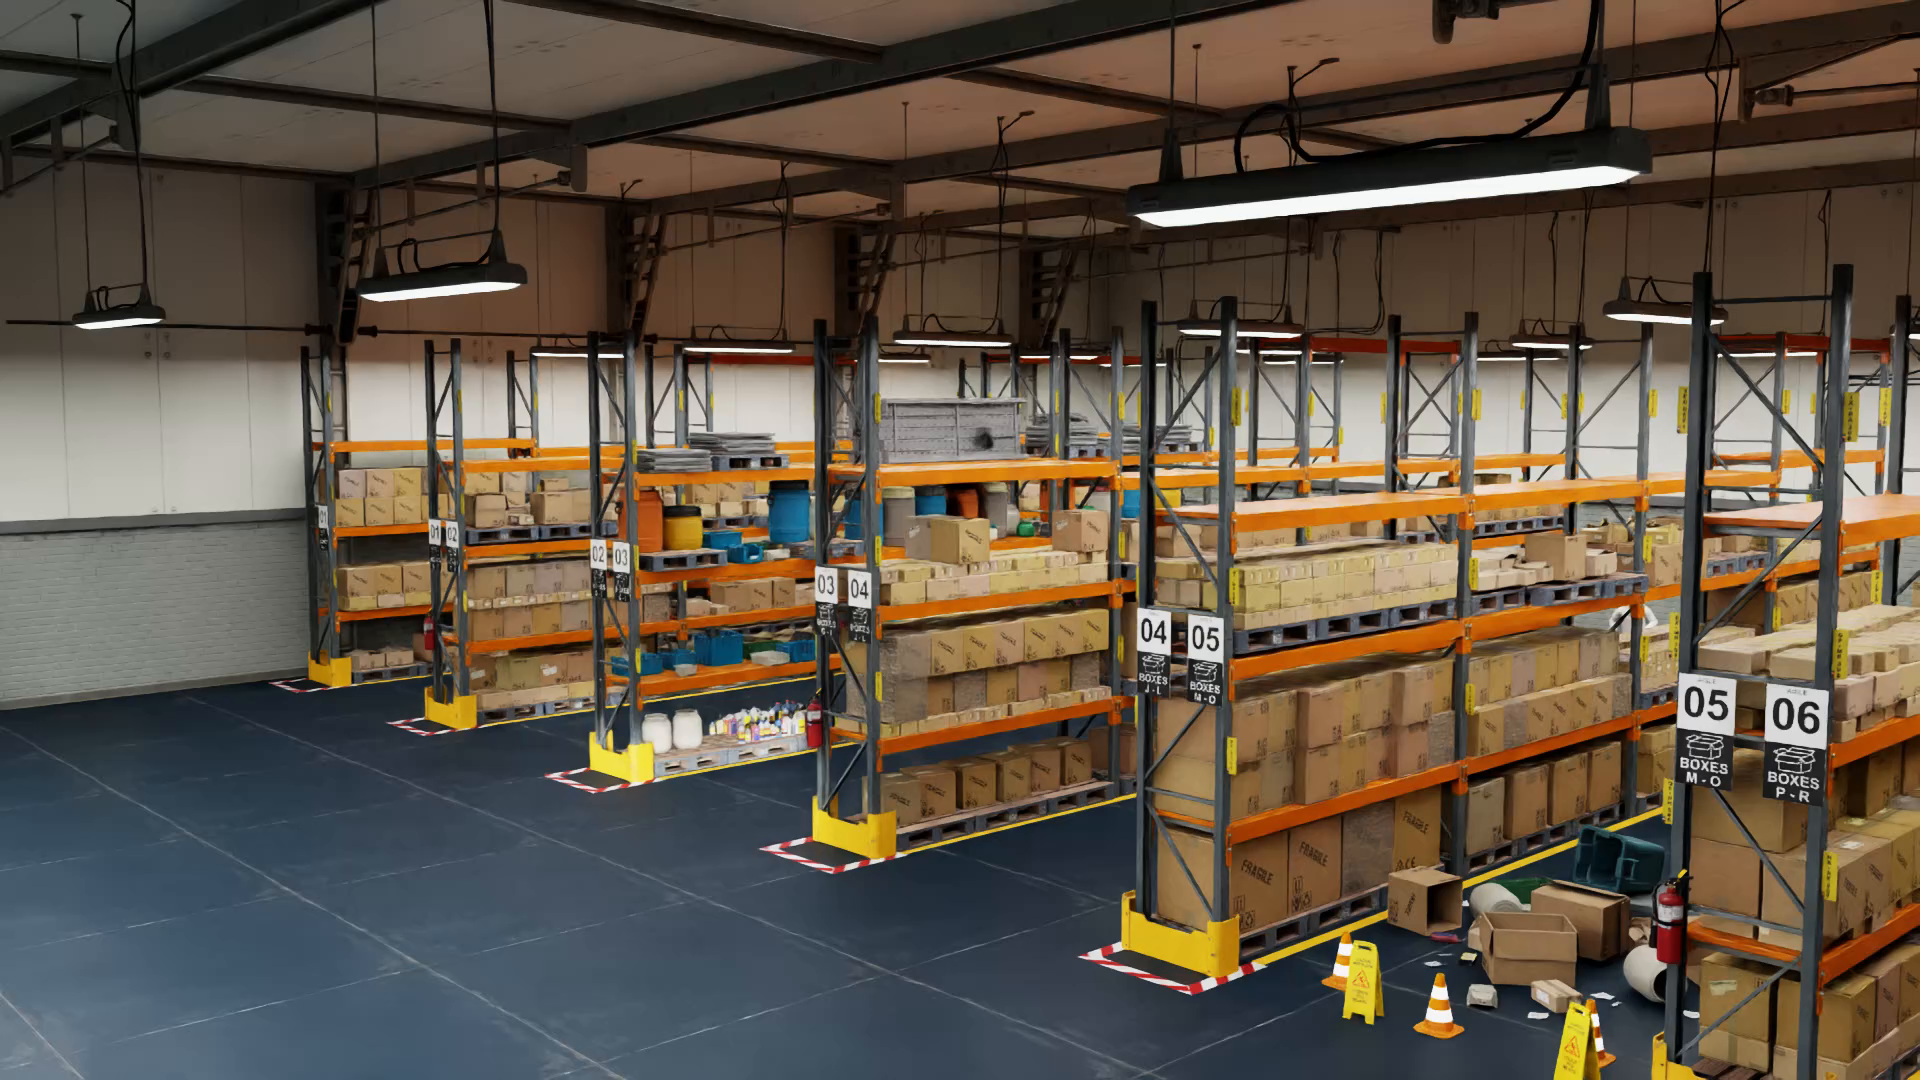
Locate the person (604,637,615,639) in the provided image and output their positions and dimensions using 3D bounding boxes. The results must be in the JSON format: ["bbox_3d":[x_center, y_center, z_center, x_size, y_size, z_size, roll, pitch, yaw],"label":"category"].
[{"bbox_3d":[-6.302,1.743,29.704,0.847,1.698,0.599,-5,7,-42],"label":"person"}]

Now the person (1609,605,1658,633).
[{"bbox_3d":[11.553,1.777,28.501,0.759,1.777,0.921,1,5,14],"label":"person"}]
